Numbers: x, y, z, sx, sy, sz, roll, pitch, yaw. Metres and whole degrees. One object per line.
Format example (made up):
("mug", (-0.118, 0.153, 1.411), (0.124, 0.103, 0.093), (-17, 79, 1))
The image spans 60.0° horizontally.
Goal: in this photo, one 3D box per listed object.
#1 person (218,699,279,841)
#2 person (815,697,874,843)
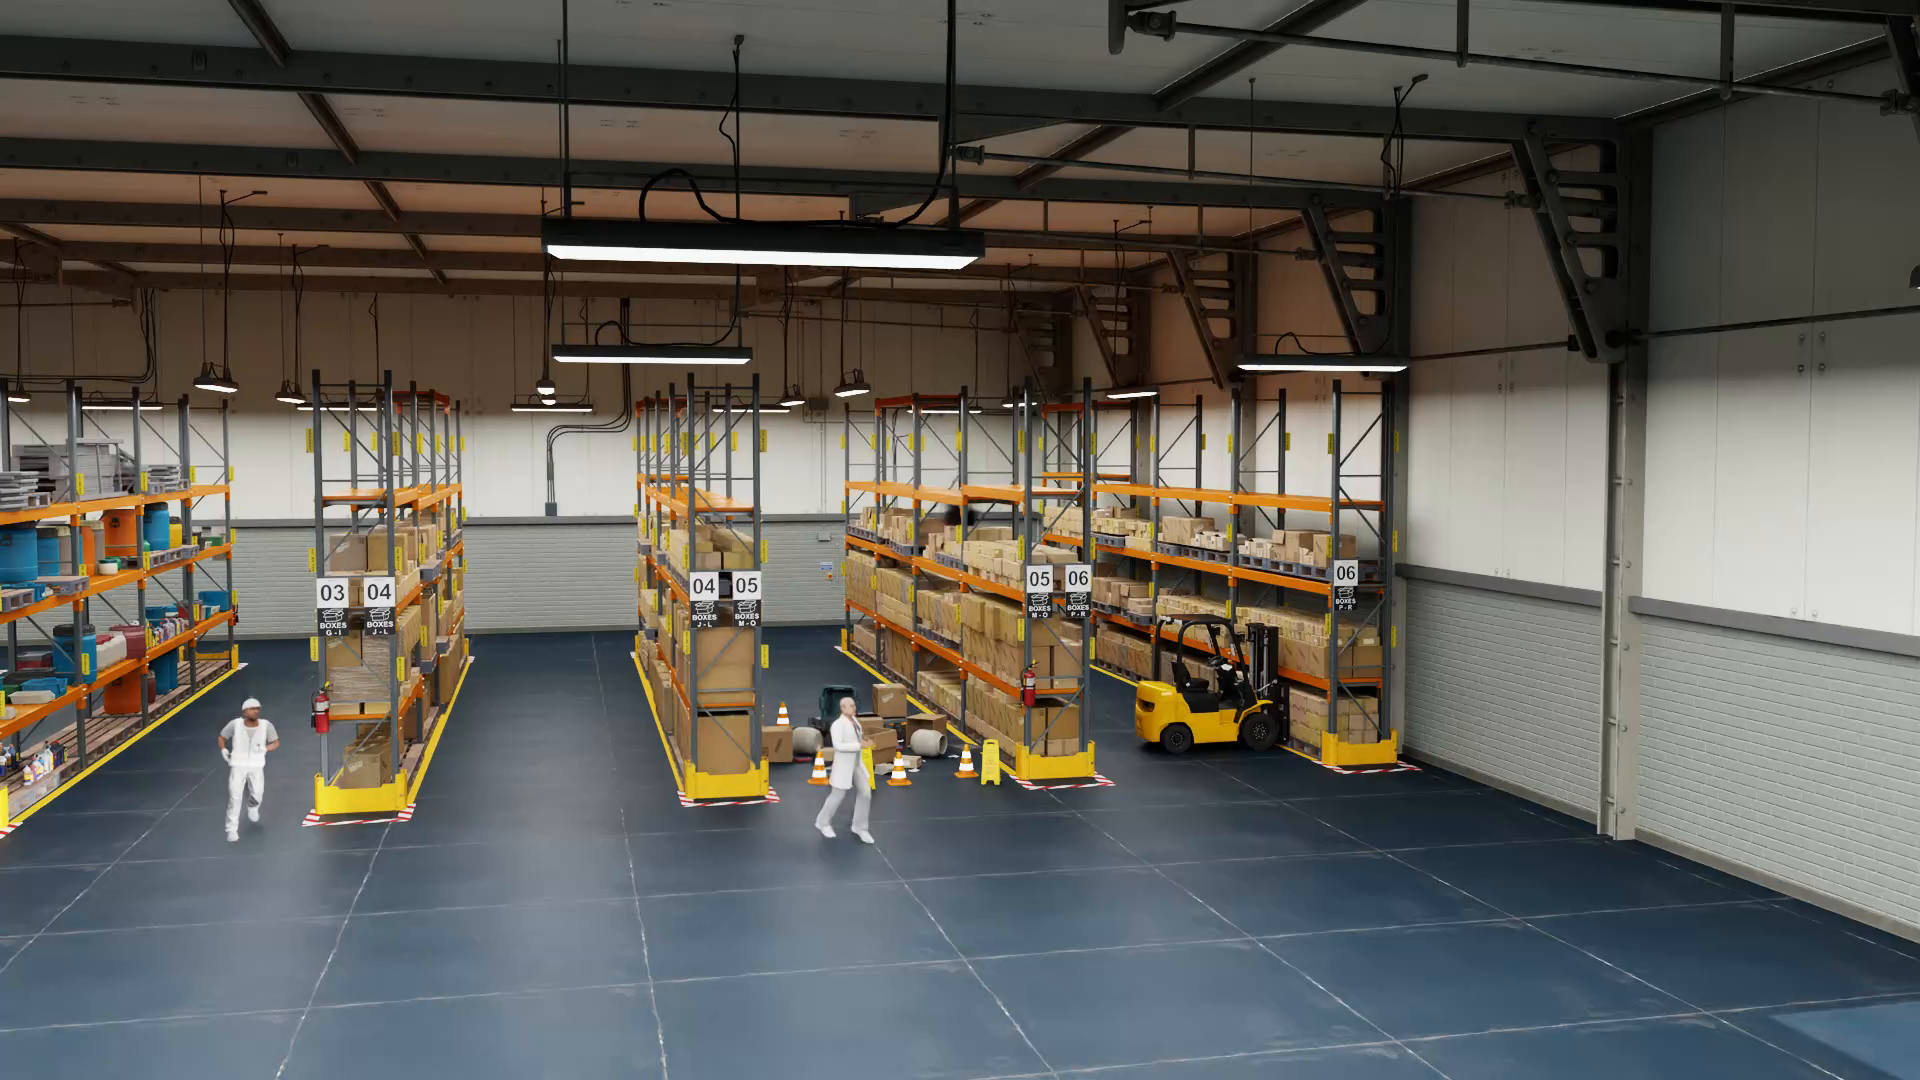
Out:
("person", (-9.152, 2.913, 21.433), (0.715, 1.749, 0.877), (-2, 4, -29))
("person", (-1.445, 2.904, 20.946), (0.882, 1.862, 0.692), (2, 4, 32))
